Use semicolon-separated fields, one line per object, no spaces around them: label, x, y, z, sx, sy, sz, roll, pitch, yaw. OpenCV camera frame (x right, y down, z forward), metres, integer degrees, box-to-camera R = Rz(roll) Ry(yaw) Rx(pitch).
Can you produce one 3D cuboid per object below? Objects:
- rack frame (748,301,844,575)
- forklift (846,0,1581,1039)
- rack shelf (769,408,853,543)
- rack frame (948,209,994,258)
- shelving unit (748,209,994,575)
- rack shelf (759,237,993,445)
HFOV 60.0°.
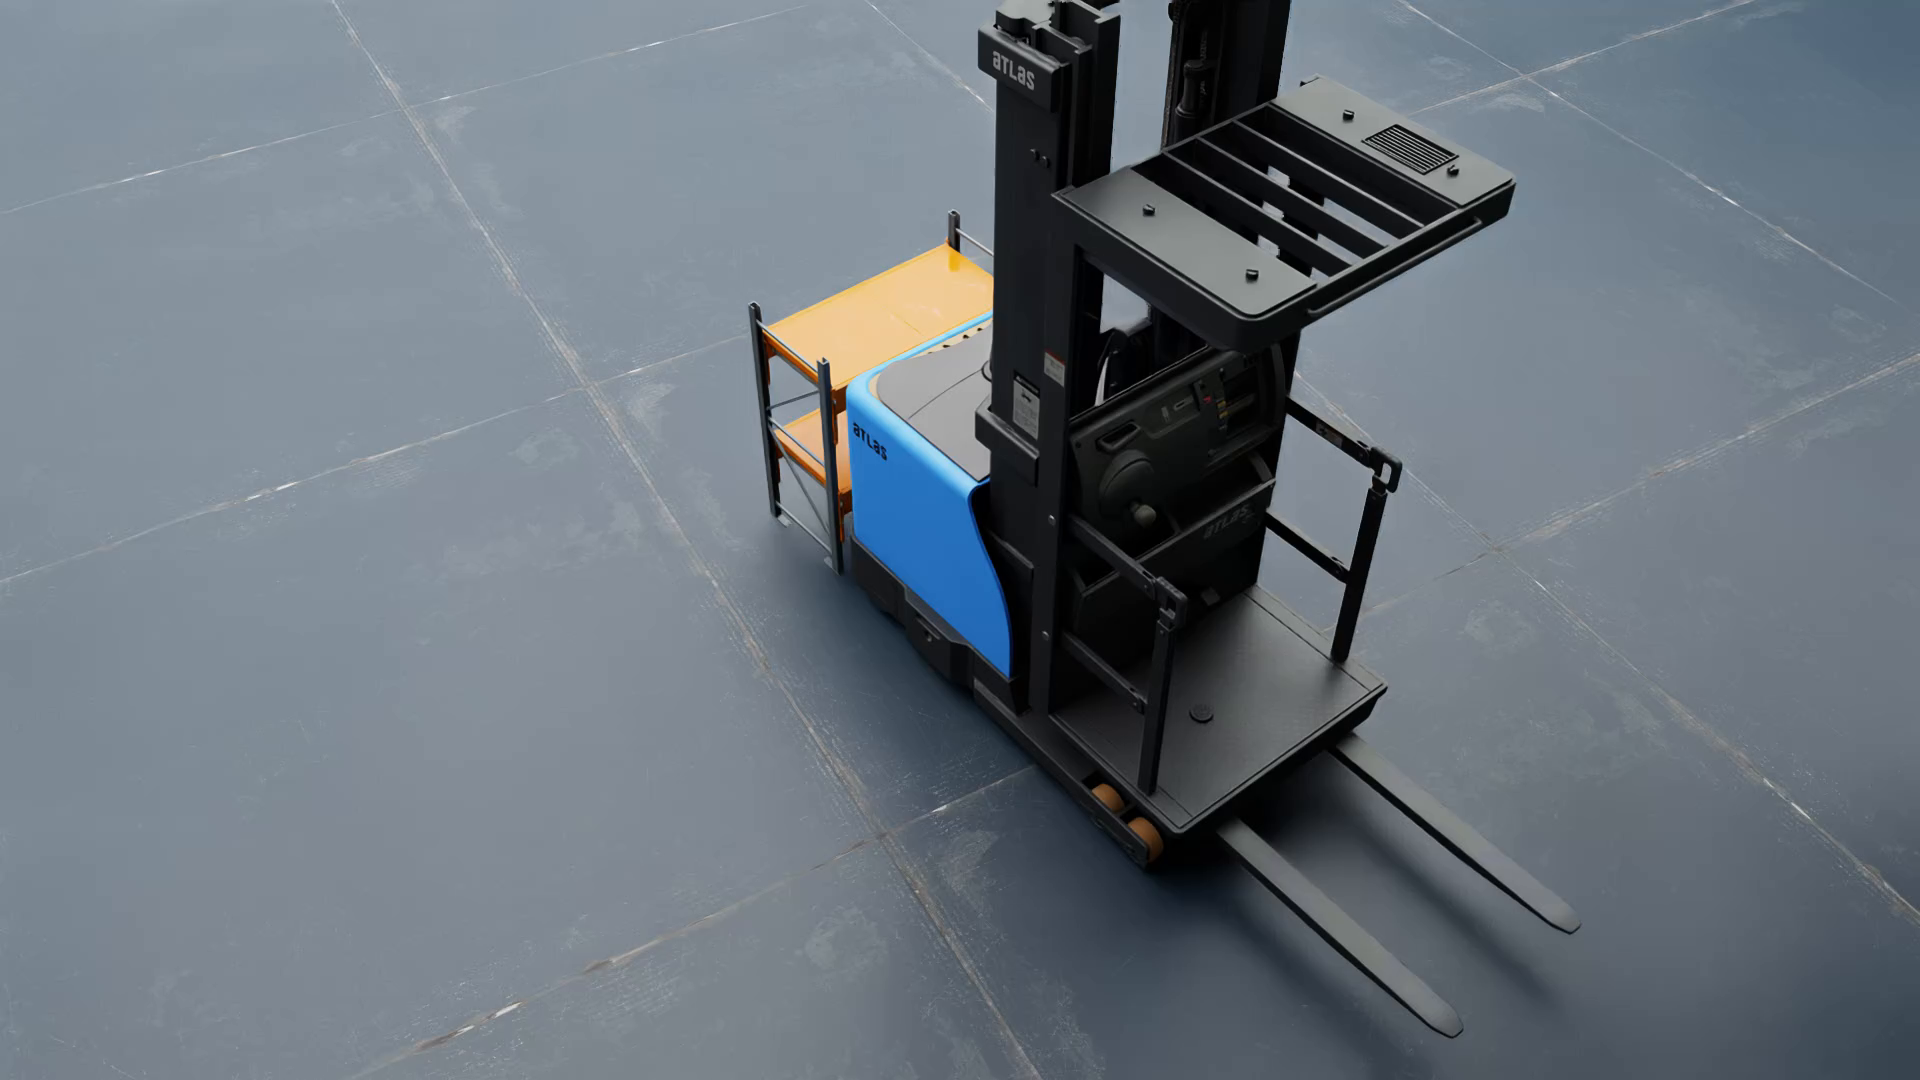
rack frame;-0.662;-0.395;6.779;0.032;1.125;0.500;-30;52;-27
forklift;0.865;-0.288;5.371;1.130;2.935;3.031;-29;51;-27
rack shelf;-0.271;-0.446;7.182;1.000;0.278;0.538;-30;52;-27
rack frame;0.120;-0.848;7.245;0.032;1.125;0.500;-30;52;-27
shelving unit;-0.271;-0.622;7.012;1.048;1.125;0.538;-30;52;-27
rack shelf;-0.271;-0.832;6.808;1.000;0.278;0.538;-30;52;-27
